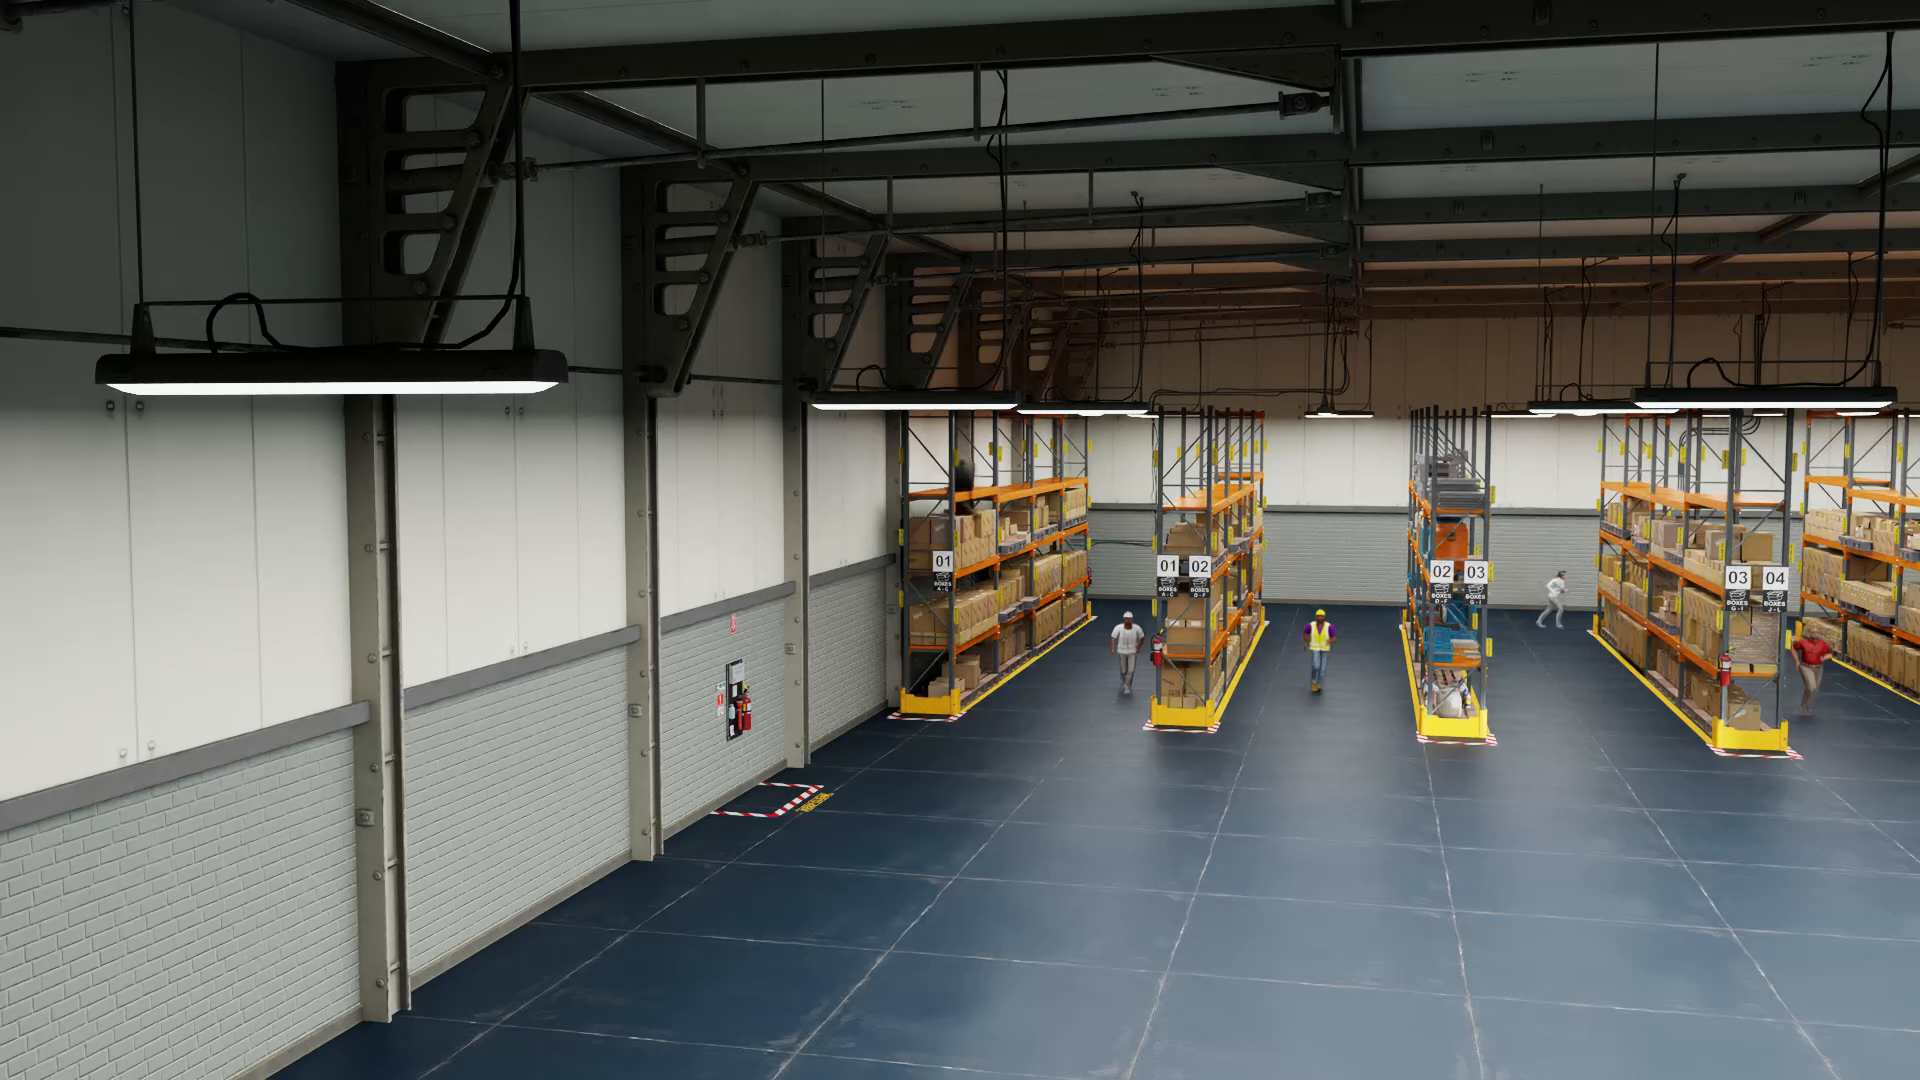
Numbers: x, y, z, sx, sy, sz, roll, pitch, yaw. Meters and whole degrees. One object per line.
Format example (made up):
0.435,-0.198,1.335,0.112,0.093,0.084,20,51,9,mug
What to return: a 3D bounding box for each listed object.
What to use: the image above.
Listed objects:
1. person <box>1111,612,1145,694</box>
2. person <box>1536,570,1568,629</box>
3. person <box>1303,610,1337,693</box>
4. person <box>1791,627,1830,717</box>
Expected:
3.545,2.356,35.093,0.715,1.703,0.632,0,4,1,person
16.406,1.632,46.023,0.829,1.627,0.560,2,5,26,person
7.574,2.335,34.959,0.668,1.754,0.691,0,4,4,person
16.543,2.557,32.263,0.613,1.759,0.725,0,4,1,person
